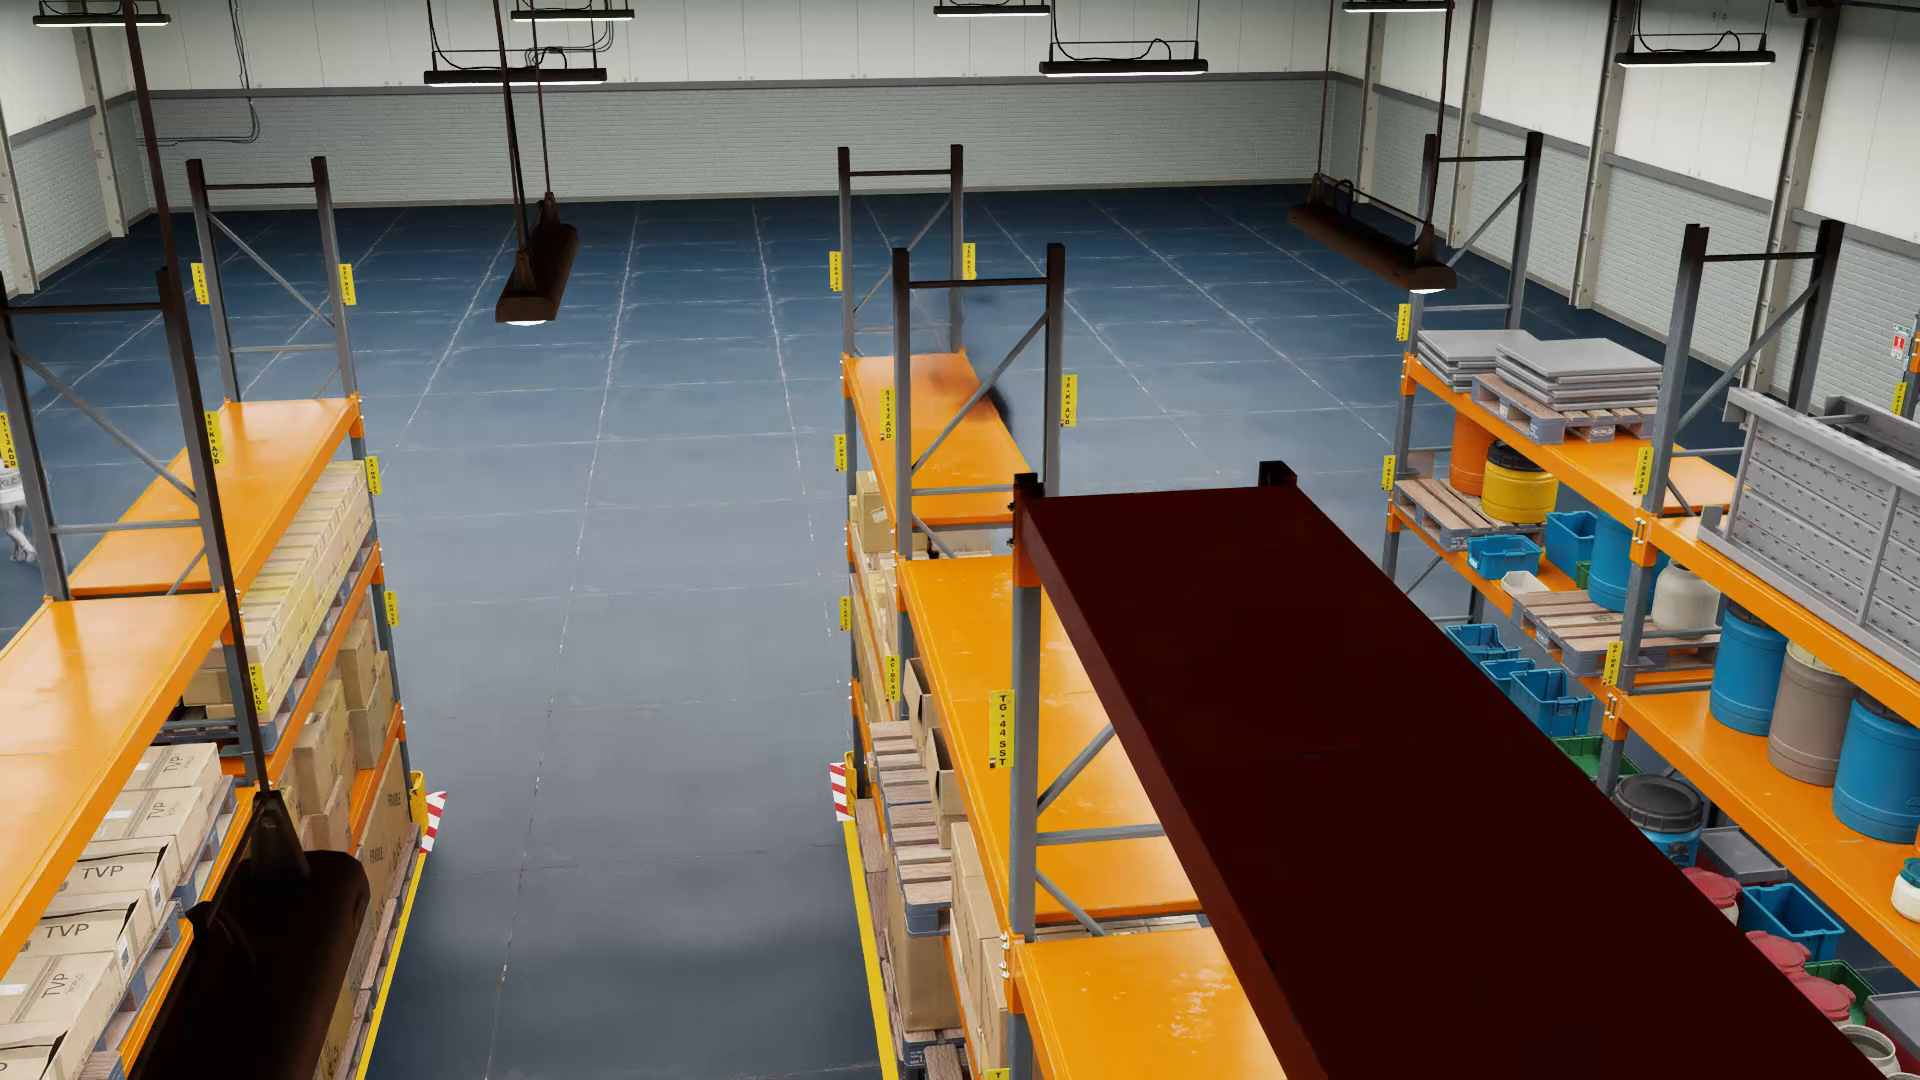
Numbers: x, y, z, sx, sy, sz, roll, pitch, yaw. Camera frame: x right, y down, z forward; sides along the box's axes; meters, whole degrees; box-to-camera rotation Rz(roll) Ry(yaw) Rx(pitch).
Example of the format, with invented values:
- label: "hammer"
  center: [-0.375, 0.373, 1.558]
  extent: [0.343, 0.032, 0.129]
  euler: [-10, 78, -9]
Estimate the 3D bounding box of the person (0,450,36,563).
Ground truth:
- label: "person"
  center: [-11.693, -0.451, 20.538]
  extent: [0.820, 1.696, 0.618]
  euler: [17, 27, 36]
